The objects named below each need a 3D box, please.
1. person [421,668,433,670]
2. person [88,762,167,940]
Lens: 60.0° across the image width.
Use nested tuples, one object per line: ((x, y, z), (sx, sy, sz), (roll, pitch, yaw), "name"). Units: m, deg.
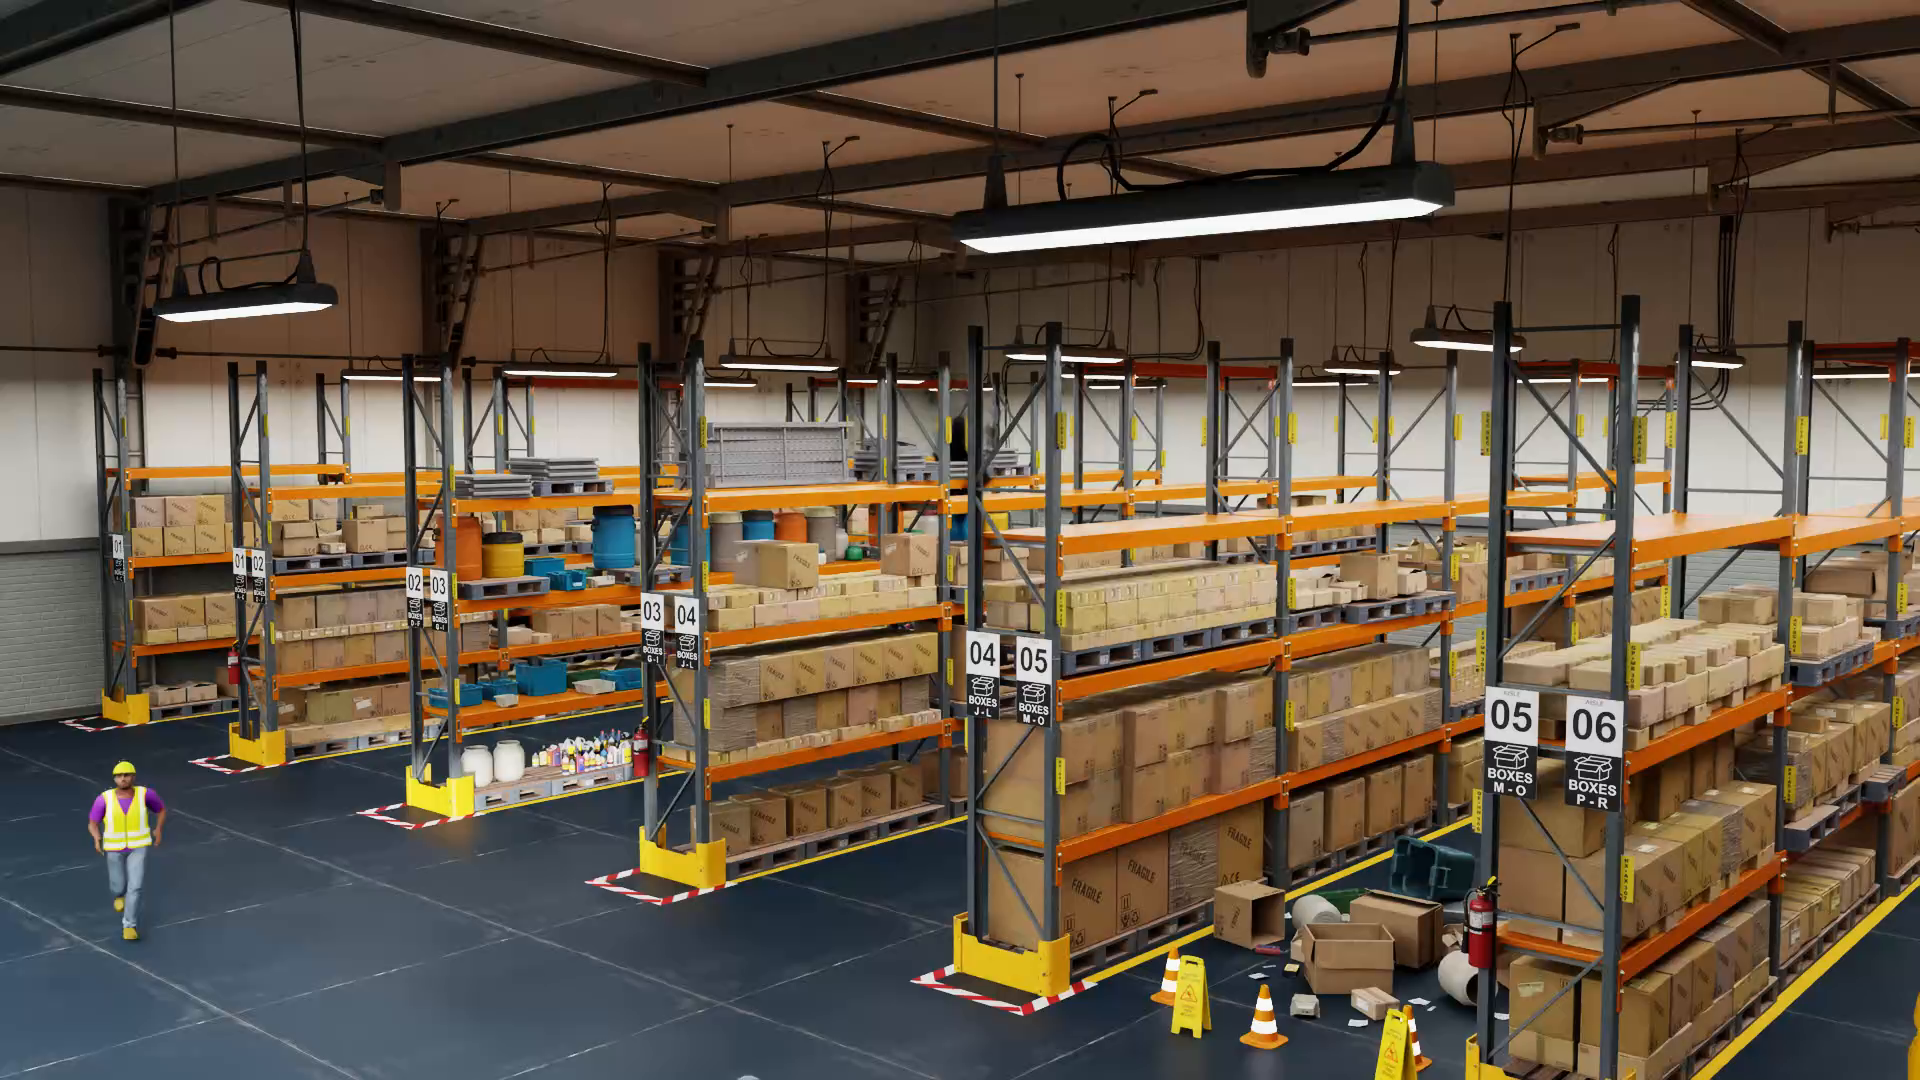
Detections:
((-9.326, 2.210, 29.066), (0.607, 1.659, 0.849), (3, 5, 38), "person")
((-8.347, 3.080, 16.703), (0.712, 1.727, 0.815), (-2, 5, -25), "person")
